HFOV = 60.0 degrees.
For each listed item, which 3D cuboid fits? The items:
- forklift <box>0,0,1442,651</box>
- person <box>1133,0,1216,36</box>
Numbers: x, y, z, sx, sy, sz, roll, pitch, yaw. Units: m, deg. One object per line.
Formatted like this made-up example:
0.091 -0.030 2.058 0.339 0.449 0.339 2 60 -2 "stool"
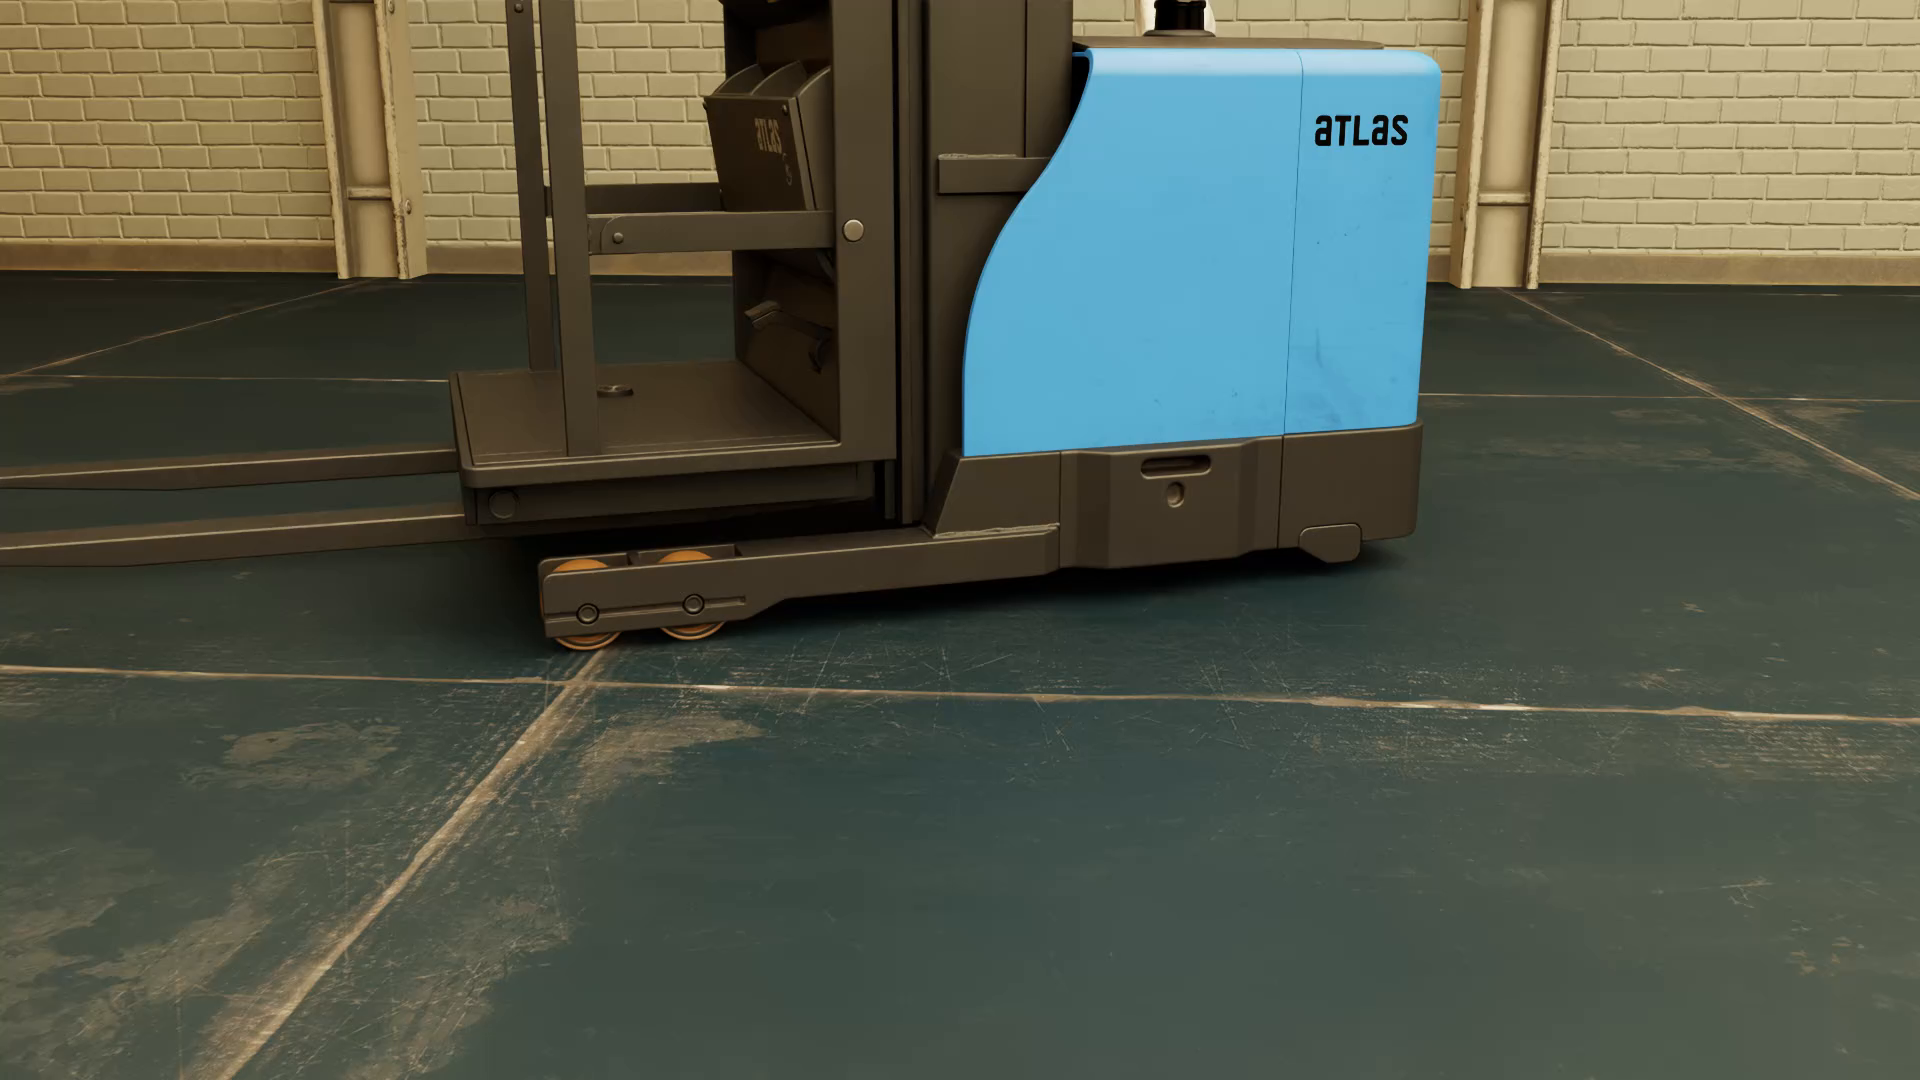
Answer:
-0.580 -1.366 3.251 3.031 2.935 1.130 -5 16 -17 "forklift"
1.017 -1.793 7.016 0.579 1.765 0.665 4 16 13 "person"
